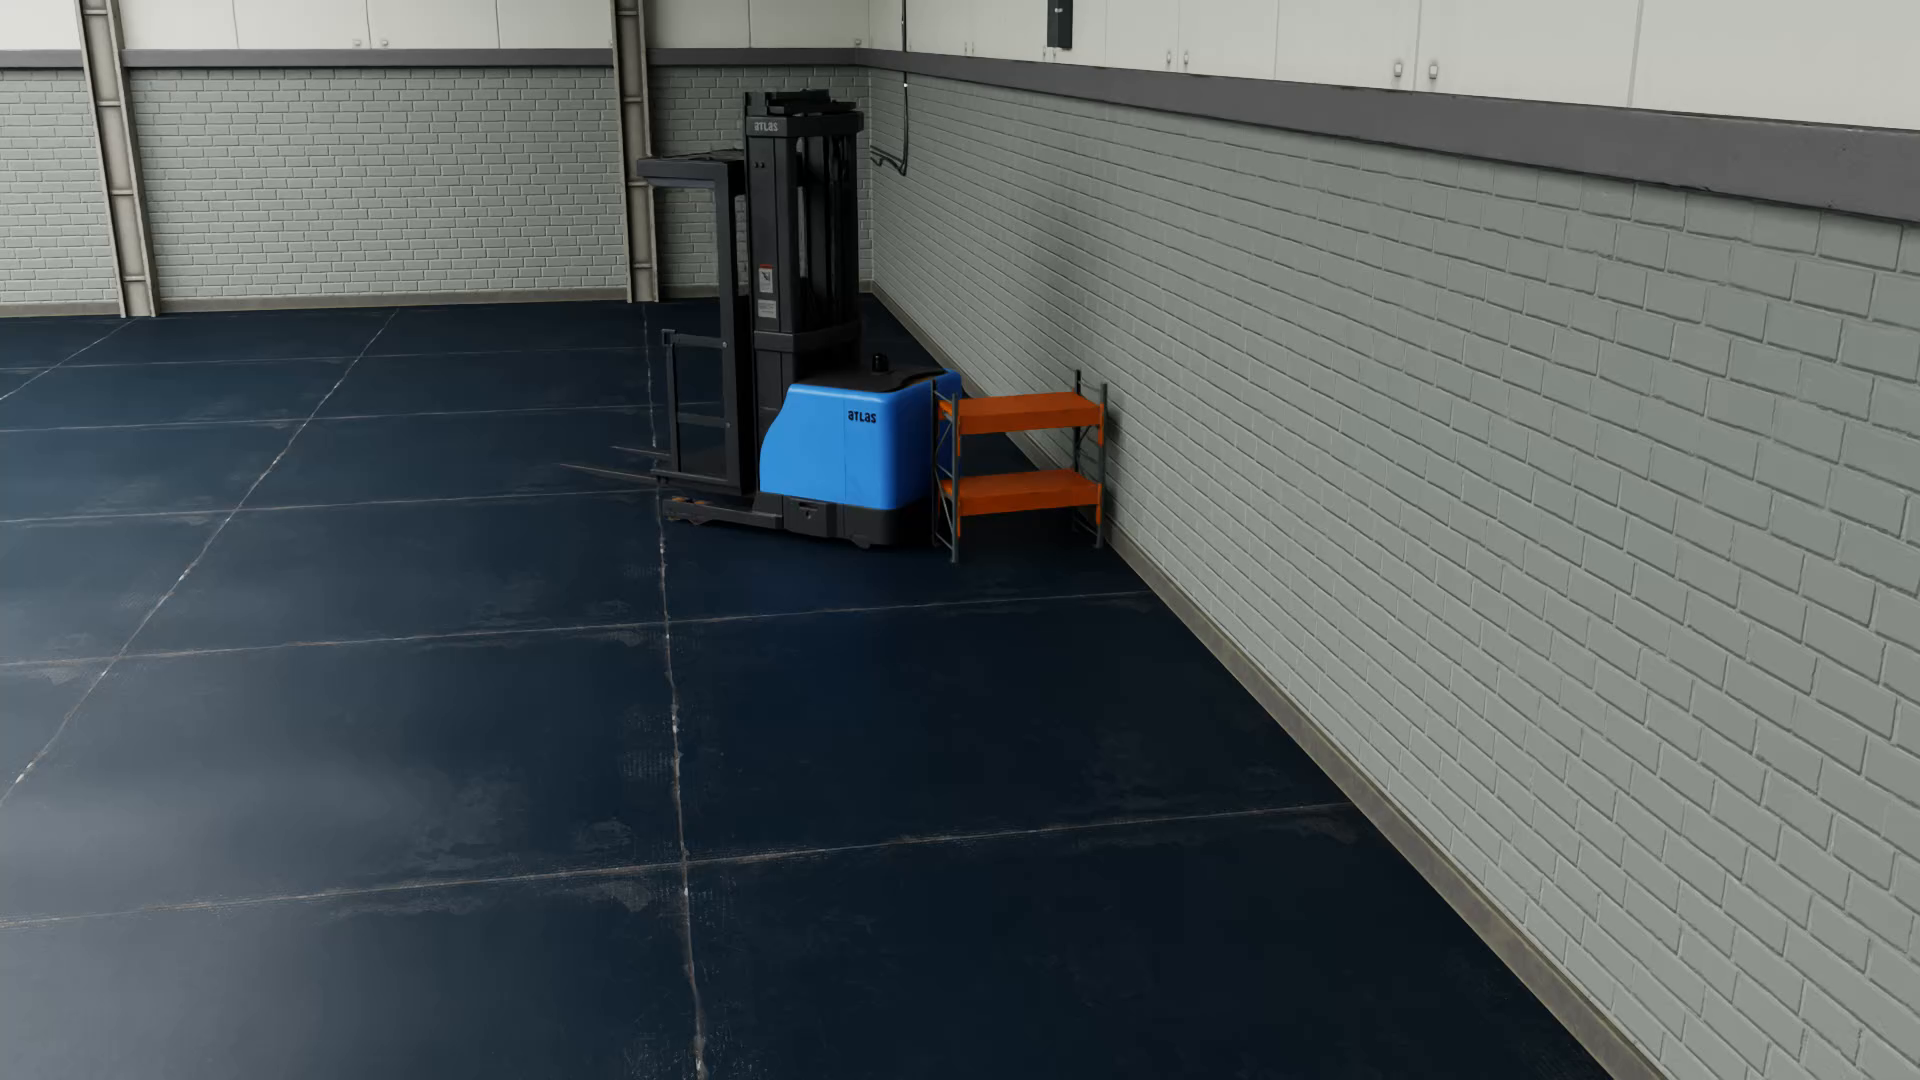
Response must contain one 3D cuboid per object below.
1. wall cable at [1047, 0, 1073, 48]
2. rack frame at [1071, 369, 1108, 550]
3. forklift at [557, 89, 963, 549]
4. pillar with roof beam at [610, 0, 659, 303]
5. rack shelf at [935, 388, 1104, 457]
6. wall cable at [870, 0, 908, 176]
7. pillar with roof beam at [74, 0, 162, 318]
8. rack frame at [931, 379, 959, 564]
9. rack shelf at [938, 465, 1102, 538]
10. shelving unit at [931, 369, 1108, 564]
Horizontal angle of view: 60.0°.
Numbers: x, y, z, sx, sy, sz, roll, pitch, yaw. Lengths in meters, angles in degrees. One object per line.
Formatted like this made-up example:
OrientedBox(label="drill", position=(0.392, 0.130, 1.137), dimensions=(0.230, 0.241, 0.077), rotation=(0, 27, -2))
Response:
OrientedBox(label="wall cable", position=(0.871, -6.043, 9.867), dimensions=(0.169, 6.003, 2.305), rotation=(-3, 17, -10))
OrientedBox(label="rack frame", position=(0.866, -0.545, 11.171), dimensions=(0.032, 1.125, 0.500), rotation=(-5, 18, -17))
OrientedBox(label="forklift", position=(-1.518, -1.632, 11.632), dimensions=(3.031, 2.935, 1.130), rotation=(9, 19, 27))
OrientedBox(label="pillar with roof beam", position=(-3.241, -6.131, 15.946), dimensions=(0.400, 9.000, 9.100), rotation=(-3, 17, -10))
OrientedBox(label="rack shelf", position=(0.383, -0.779, 10.935), dimensions=(1.000, 0.278, 0.538), rotation=(-5, 18, -17))
OrientedBox(label="wall cable", position=(-0.914, -5.671, 19.736), dimensions=(0.112, 2.526, 3.097), rotation=(-3, 17, -10))
OrientedBox(label="pillar with roof beam", position=(-9.132, -5.797, 14.858), dimensions=(0.400, 9.000, 9.100), rotation=(-3, 17, -10))
OrientedBox(label="rack frame", position=(-0.100, -0.453, 10.870), dimensions=(0.032, 1.125, 0.500), rotation=(-5, 18, -17))
OrientedBox(label="rack shelf", position=(0.383, -0.265, 11.092), dimensions=(1.000, 0.278, 0.538), rotation=(-5, 18, -17))
OrientedBox(label="shelving unit", position=(0.383, -0.499, 11.021), dimensions=(1.048, 1.125, 0.538), rotation=(-5, 18, -17))
